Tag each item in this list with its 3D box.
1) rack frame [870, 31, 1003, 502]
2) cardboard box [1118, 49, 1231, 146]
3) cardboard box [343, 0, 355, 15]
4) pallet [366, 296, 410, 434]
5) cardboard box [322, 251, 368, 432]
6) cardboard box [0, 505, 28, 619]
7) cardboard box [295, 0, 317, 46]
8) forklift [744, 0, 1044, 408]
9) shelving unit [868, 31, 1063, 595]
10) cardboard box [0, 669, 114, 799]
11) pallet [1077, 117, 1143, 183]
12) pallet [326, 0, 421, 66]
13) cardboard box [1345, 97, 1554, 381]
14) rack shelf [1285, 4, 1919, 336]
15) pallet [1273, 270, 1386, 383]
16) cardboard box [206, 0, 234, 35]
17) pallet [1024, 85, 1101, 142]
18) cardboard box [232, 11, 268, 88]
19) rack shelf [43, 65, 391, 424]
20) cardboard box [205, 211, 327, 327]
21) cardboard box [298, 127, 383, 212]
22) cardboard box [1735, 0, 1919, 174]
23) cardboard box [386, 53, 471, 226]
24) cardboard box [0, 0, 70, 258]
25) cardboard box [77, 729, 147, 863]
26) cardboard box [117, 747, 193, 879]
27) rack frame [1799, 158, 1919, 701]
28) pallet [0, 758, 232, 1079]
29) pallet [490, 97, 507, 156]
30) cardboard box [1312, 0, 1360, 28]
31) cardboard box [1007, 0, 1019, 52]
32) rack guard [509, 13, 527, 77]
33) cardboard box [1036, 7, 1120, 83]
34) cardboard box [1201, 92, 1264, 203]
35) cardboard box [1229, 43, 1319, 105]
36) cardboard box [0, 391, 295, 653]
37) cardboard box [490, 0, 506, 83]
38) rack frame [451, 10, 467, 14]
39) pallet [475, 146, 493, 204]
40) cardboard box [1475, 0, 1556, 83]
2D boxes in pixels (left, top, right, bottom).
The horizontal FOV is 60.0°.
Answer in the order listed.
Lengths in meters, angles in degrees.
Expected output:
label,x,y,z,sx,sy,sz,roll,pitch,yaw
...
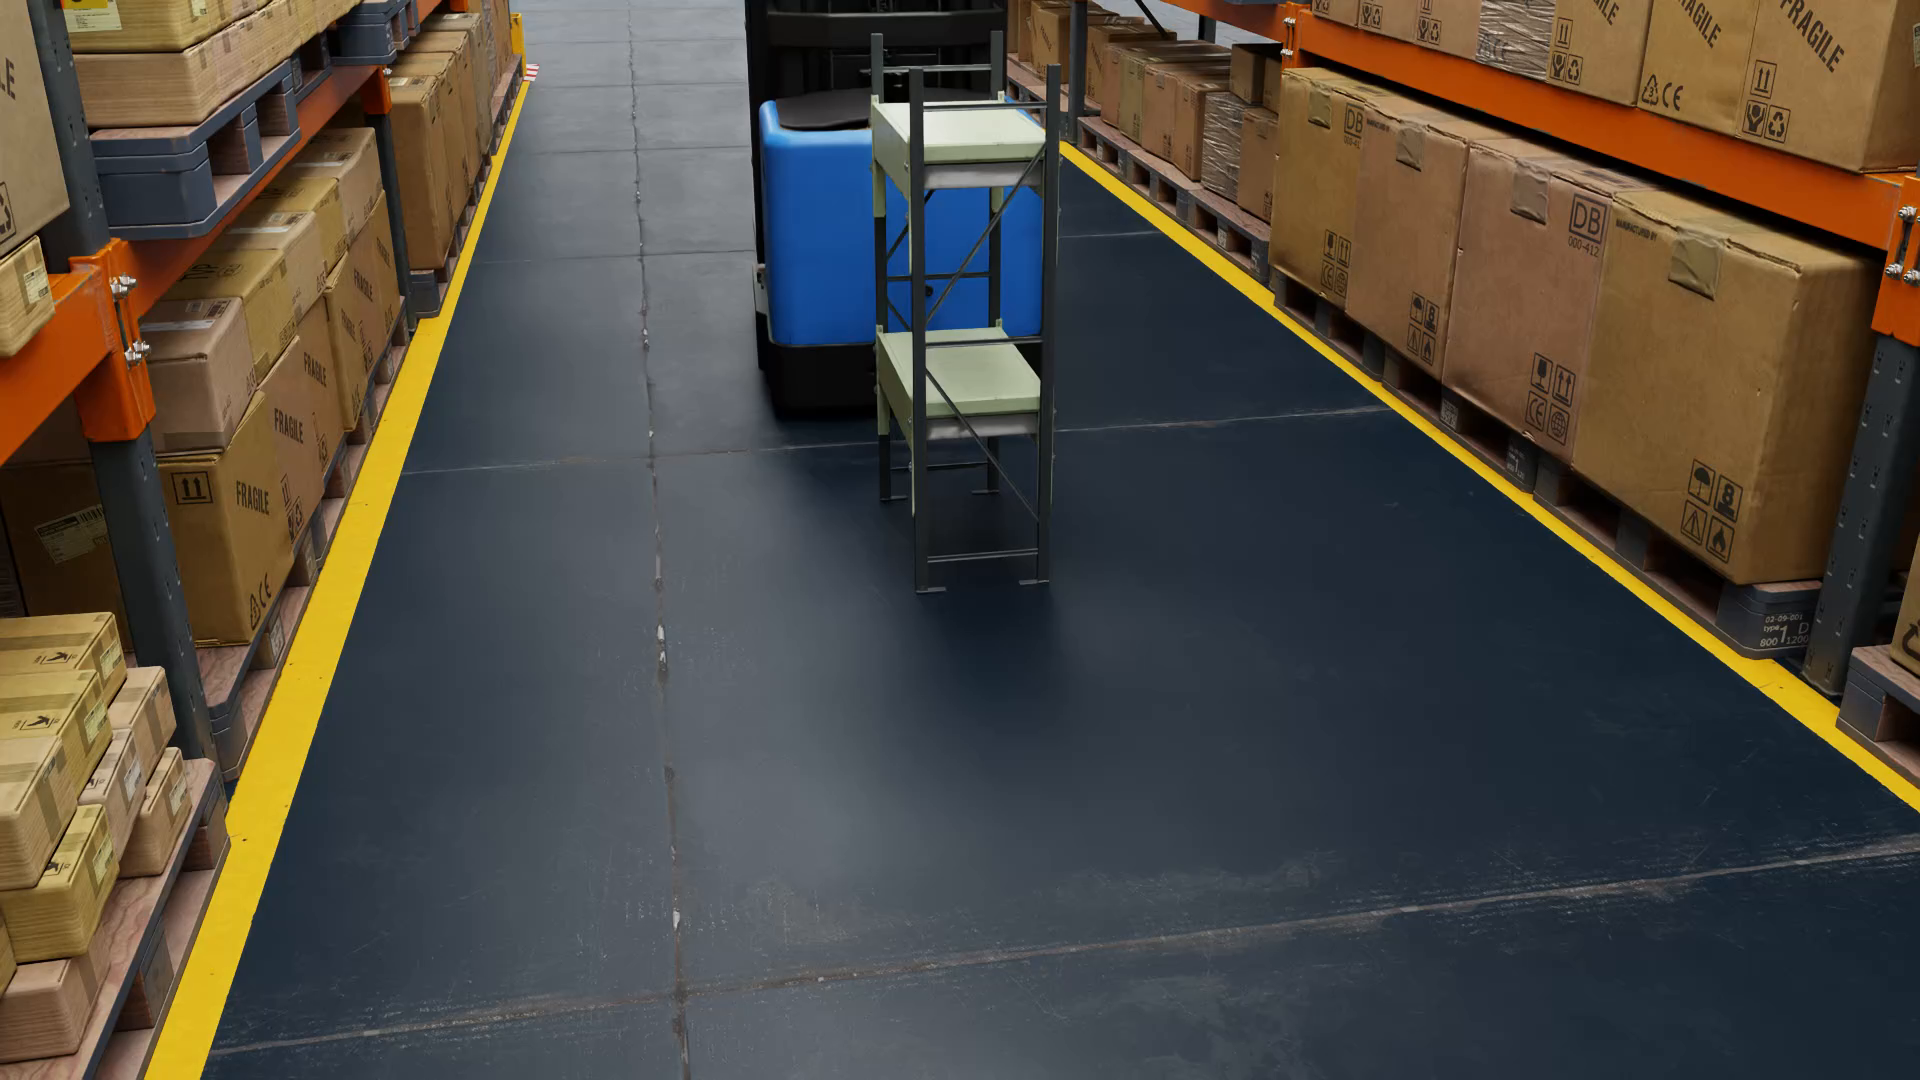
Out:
label,x,y,z,sx,sy,sz,roll,pitch,yaw
rack frame,-0.069,-0.834,5.285,0.400,1.500,0.023,-4,24,-10
cardboard box,1.412,-2.792,10.469,0.700,0.500,0.500,-4,24,-10
cardboard box,-2.175,-1.782,5.371,0.380,0.149,0.250,-5,24,-12
pallet,-2.761,-0.682,6.548,1.003,0.211,1.213,-4,24,-10
cardboard box,-2.319,-0.664,5.620,0.500,0.500,0.500,-5,24,-12
cardboard box,-2.549,-0.013,4.132,0.500,0.500,0.500,-5,24,-11
cardboard box,-2.032,-1.474,4.665,0.380,0.149,0.250,-5,24,-11
forklift,-0.378,-2.392,7.064,1.130,2.935,3.031,-3,24,-7
shelving unit,-0.001,-0.690,4.956,0.431,1.500,0.755,-4,24,-10
cardboard box,-1.756,0.366,2.959,0.380,0.149,0.250,-4,24,-9
pallet,1.395,-2.584,10.903,1.003,0.211,1.213,-4,24,-10
pallet,-2.667,-1.907,6.108,1.213,0.211,1.003,-4,24,-10
cardboard box,2.254,-1.189,6.355,1.225,0.875,0.875,-4,24,-10
rack shelf,2.359,-1.478,5.786,1.077,0.370,4.000,-4,24,-10
pallet,2.061,-1.001,7.279,1.003,0.211,1.213,-4,24,-10
cardboard box,-1.835,-1.198,3.664,0.380,0.149,0.250,-5,24,-11
pallet,1.091,-3.152,12.203,1.003,0.211,1.213,-4,24,-10
cardboard box,-1.884,-1.168,3.965,0.380,0.149,0.250,-4,24,-9
rack shelf,-2.534,-1.151,5.037,1.077,0.370,4.000,-4,24,-10
cardboard box,-2.232,-0.805,5.007,0.500,0.250,0.500,-3,24,-8
cardboard box,-2.520,-1.408,6.388,0.500,0.250,0.500,-5,24,-11
cardboard box,2.374,-1.231,4.196,0.500,0.500,0.500,-4,24,-10
cardboard box,-3.093,-2.019,8.410,1.050,0.750,0.750,-4,24,-9
cardboard box,-1.797,-0.707,2.624,0.500,0.500,0.500,-4,24,-10
cardboard box,-1.731,0.490,3.047,0.380,0.149,0.250,-5,24,-12
cardboard box,-1.757,0.549,3.282,0.380,0.149,0.250,-4,24,-9
rack frame,2.729,-1.021,3.841,1.000,3.000,0.127,-4,24,-10
pallet,-2.005,0.845,3.051,1.003,0.211,1.213,-4,24,-10
pallet,-3.707,-2.868,11.552,1.003,0.211,1.213,-4,24,-10
cardboard box,1.812,-2.429,6.939,0.500,0.500,0.500,-4,24,-8
cardboard box,0.609,-4.542,14.499,0.500,0.500,0.500,0,24,0
rack guard,-4.388,-4.278,14.421,1.175,0.500,0.348,-4,24,-10
cardboard box,0.910,-3.838,12.889,0.500,0.500,0.500,-6,24,-14
cardboard box,1.731,-2.130,8.953,0.700,0.500,0.500,-6,24,-14
cardboard box,1.728,-2.464,8.780,0.500,0.250,0.500,-2,24,-4
cardboard box,-2.040,-0.051,4.218,0.500,0.500,0.500,-3,24,-8
cardboard box,-4.028,-4.025,12.848,0.875,0.875,0.875,-5,24,-11
rack frame,-3.643,-3.841,10.296,1.000,3.000,0.127,-4,24,-10
pallet,-3.427,-2.265,10.172,1.003,0.211,1.213,-4,24,-10
cardboard box,2.098,-1.829,5.564,0.500,0.500,0.500,-4,24,-10
